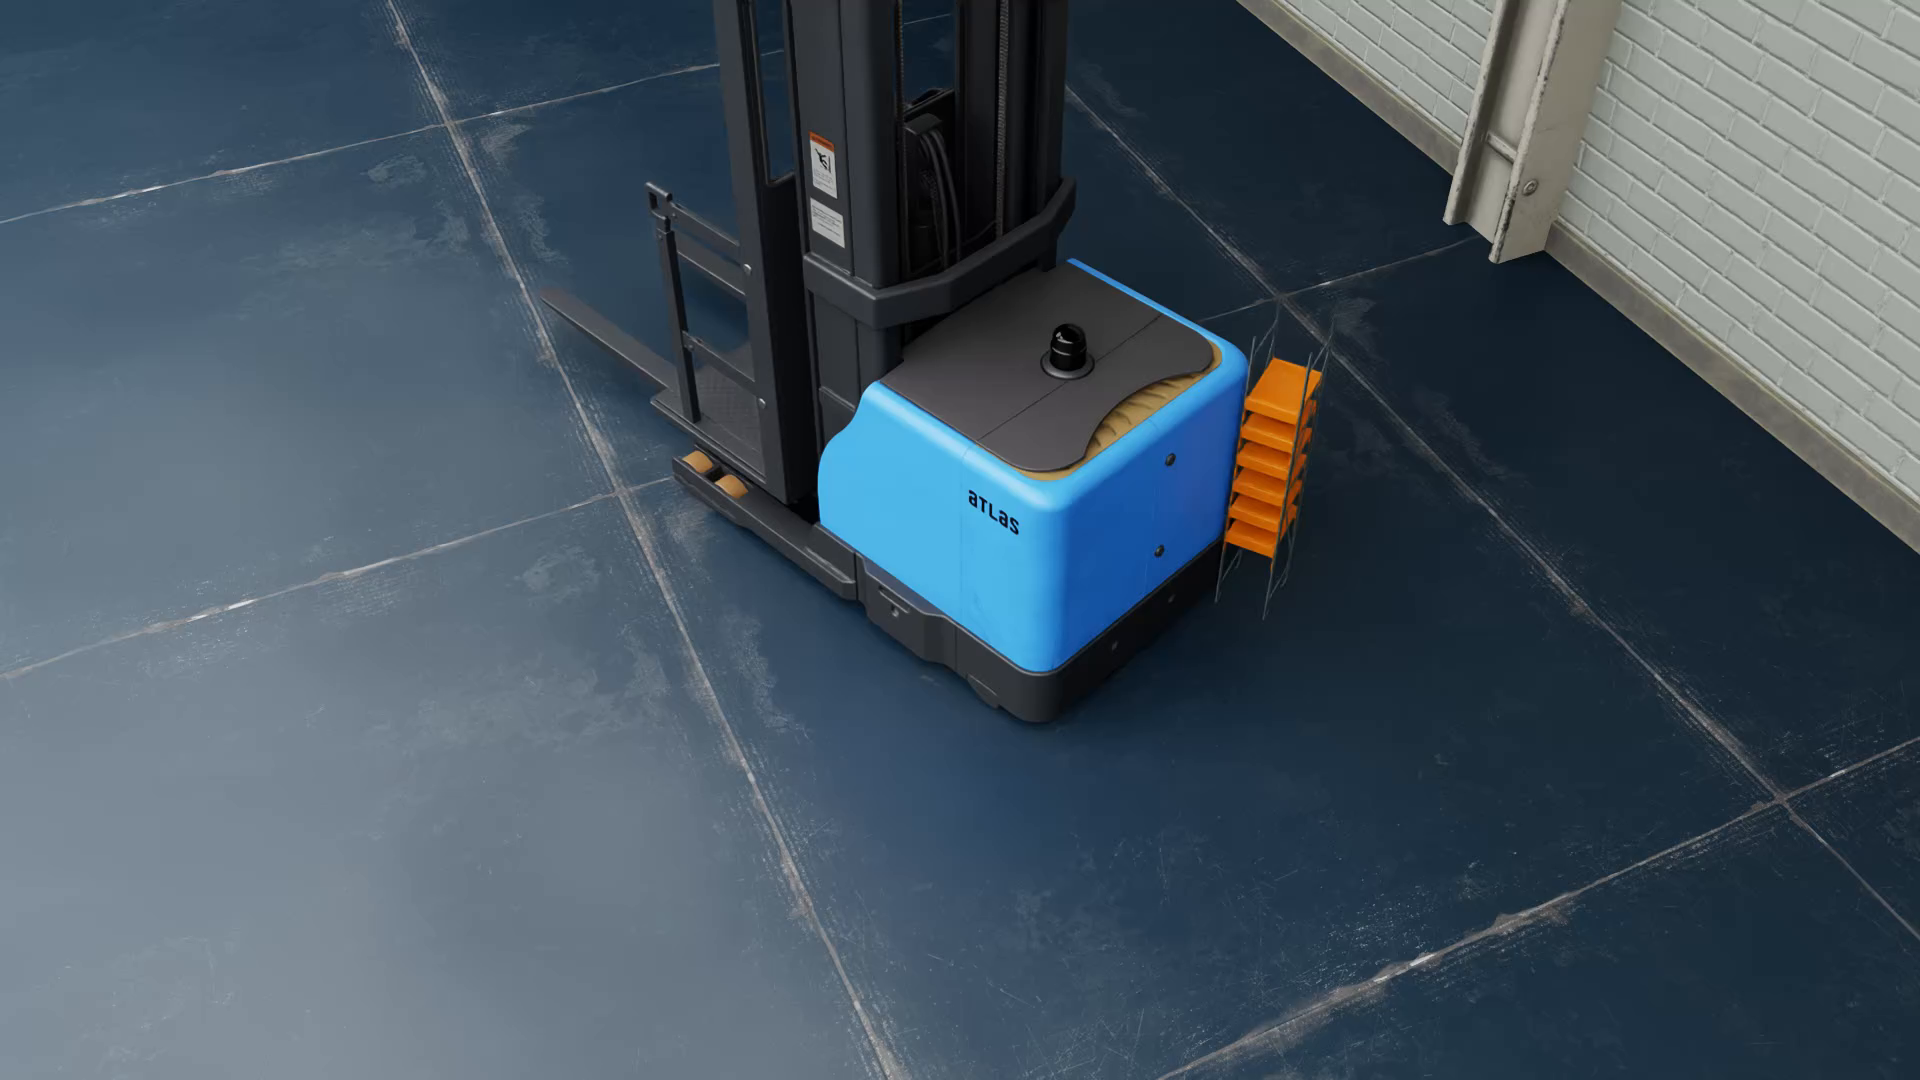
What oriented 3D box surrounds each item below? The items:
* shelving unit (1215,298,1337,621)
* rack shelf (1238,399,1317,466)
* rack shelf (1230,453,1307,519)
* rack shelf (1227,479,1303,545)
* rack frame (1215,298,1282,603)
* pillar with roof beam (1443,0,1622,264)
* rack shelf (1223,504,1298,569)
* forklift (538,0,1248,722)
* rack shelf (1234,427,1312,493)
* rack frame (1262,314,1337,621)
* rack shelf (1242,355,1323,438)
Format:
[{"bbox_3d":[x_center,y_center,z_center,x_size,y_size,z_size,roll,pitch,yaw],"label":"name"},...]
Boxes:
[{"bbox_3d":[1.057,-0.243,5.641,0.189,1.200,0.258,20,48,20],"label":"shelving unit"},{"bbox_3d":[1.056,-0.383,5.504,0.180,0.103,0.258,20,48,20],"label":"rack shelf"},{"bbox_3d":[1.058,-0.212,5.672,0.180,0.103,0.258,20,48,20],"label":"rack shelf"},{"bbox_3d":[1.059,-0.126,5.756,0.180,0.103,0.258,20,48,20],"label":"rack shelf"},{"bbox_3d":[0.977,-0.273,5.673,0.006,1.200,0.240,20,48,20],"label":"rack frame"},{"bbox_3d":[-1.431,-3.350,3.238,9.100,9.000,0.400,-18,47,-17],"label":"pillar with roof beam"},{"bbox_3d":[1.059,-0.040,5.840,0.180,0.103,0.258,20,48,20],"label":"rack shelf"},{"bbox_3d":[-0.461,-1.359,5.540,3.031,2.935,1.130,34,54,30],"label":"forklift"},{"bbox_3d":[1.057,-0.297,5.588,0.180,0.103,0.258,20,48,20],"label":"rack shelf"},{"bbox_3d":[1.138,-0.213,5.610,0.006,1.200,0.240,20,48,20],"label":"rack frame"},{"bbox_3d":[1.055,-0.469,5.420,0.180,0.103,0.258,20,48,20],"label":"rack shelf"}]
